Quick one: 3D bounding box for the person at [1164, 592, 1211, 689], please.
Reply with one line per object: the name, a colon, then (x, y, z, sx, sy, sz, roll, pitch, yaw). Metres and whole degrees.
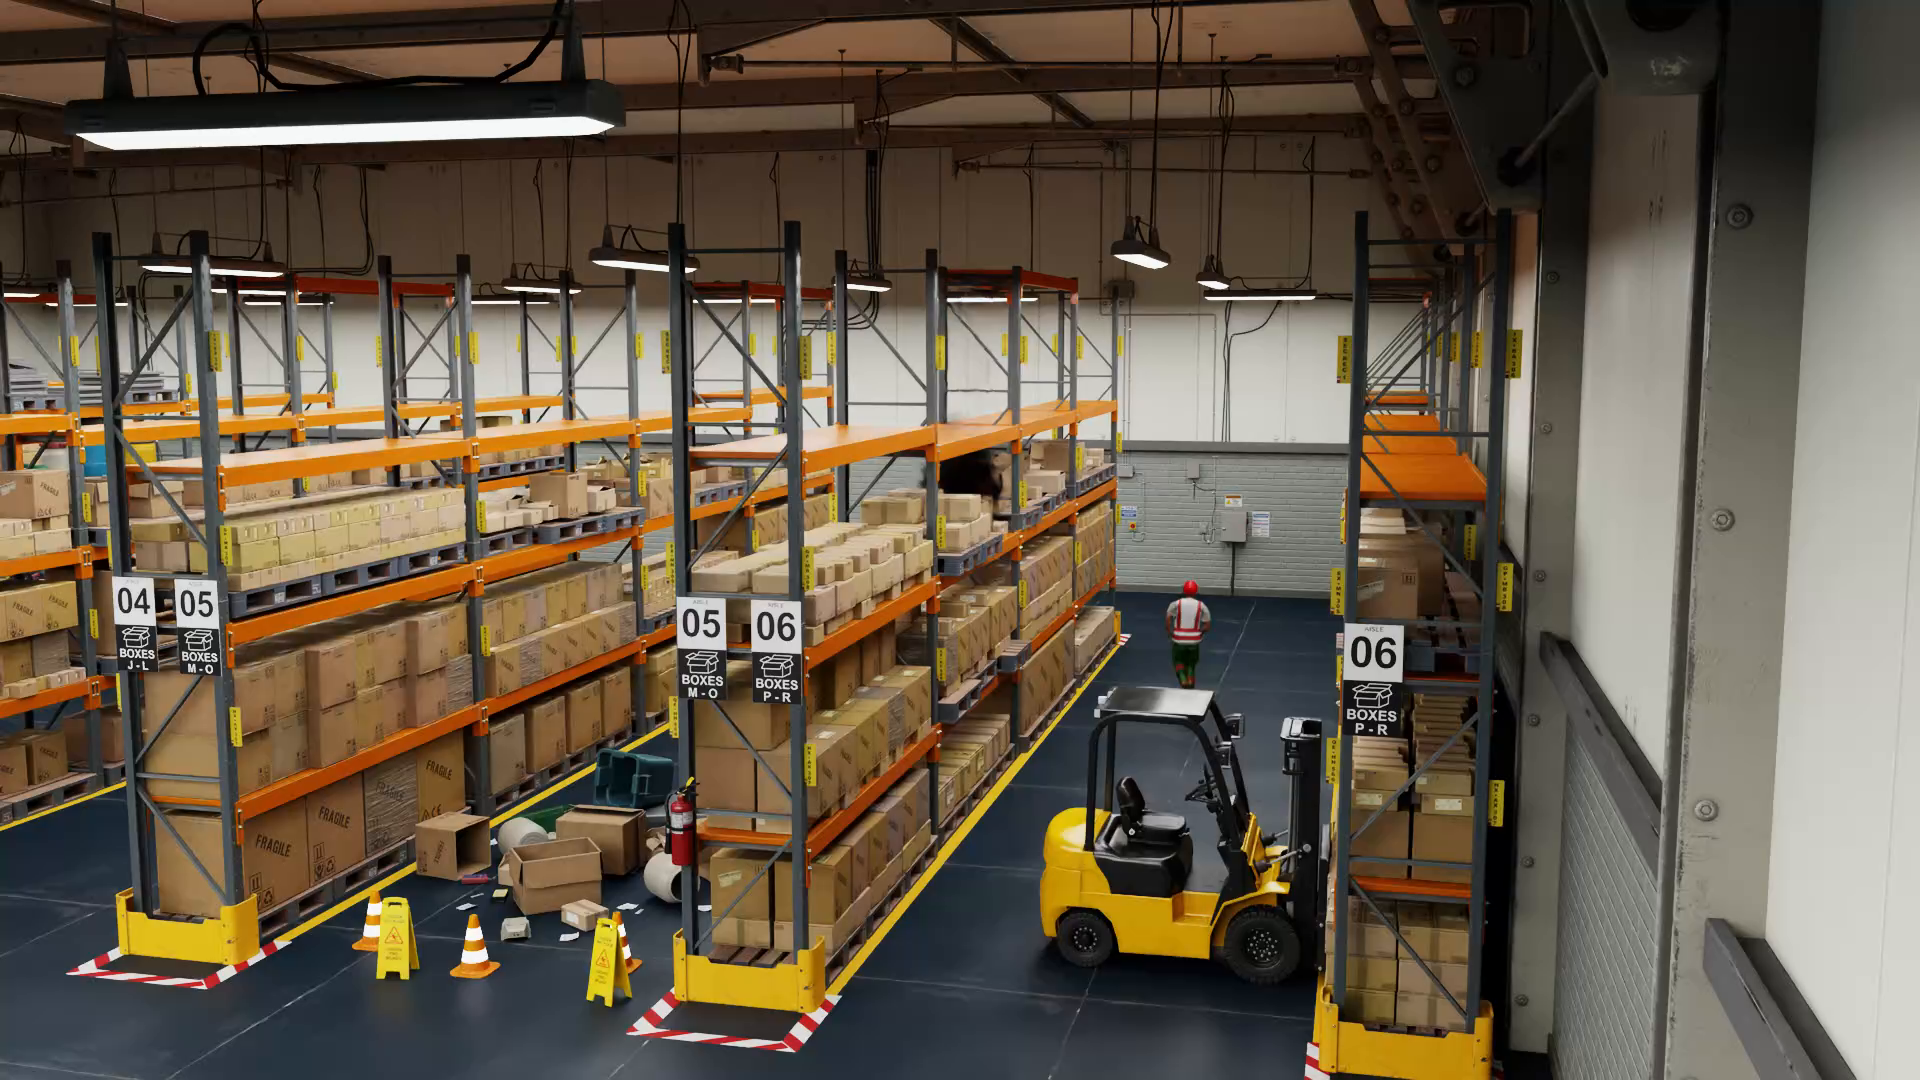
person: (3.222, 1.452, 23.613, 0.654, 1.697, 0.525, 1, 7, 5)
